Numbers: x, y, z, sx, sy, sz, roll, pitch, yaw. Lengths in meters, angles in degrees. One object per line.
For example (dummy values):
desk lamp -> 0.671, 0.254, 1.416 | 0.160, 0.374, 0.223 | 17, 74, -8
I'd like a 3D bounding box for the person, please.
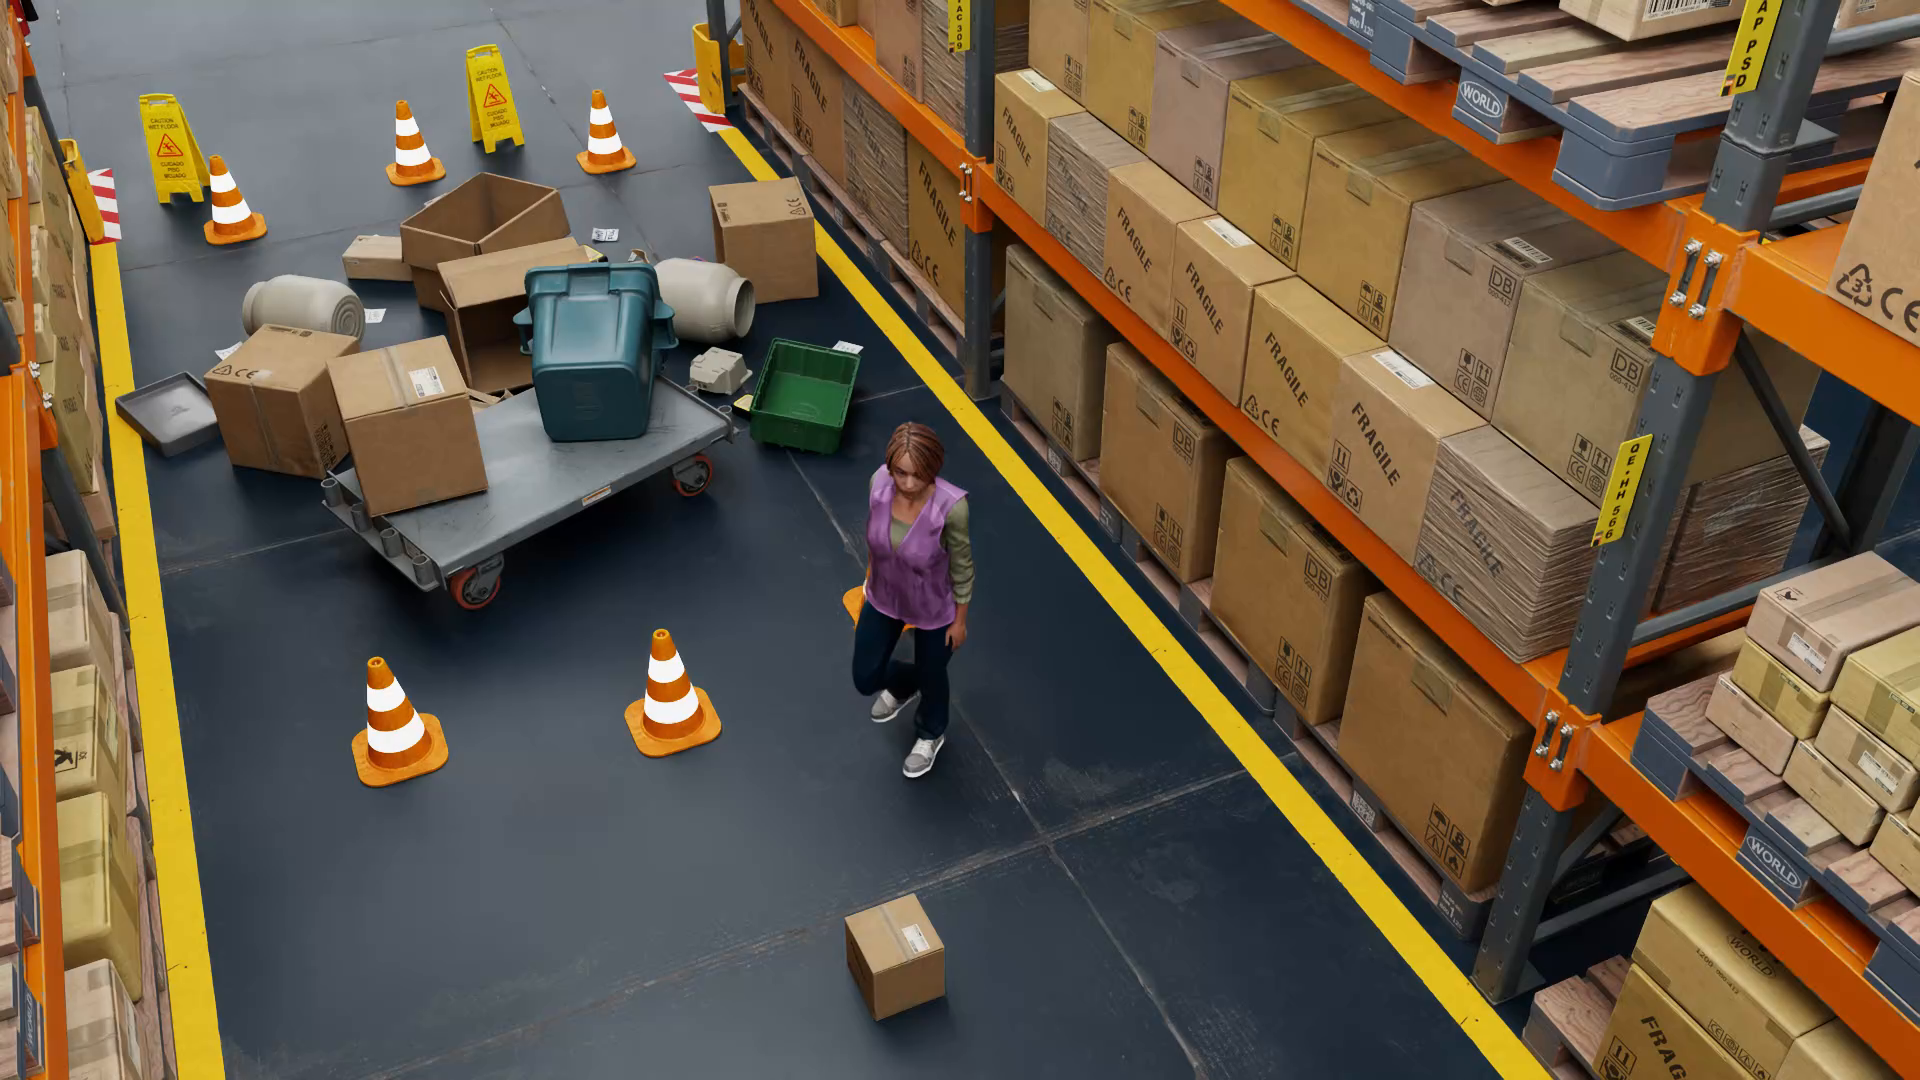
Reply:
person -> -0.151, 0.204, 5.874 | 0.474, 1.592, 0.443 | 15, 40, 19
